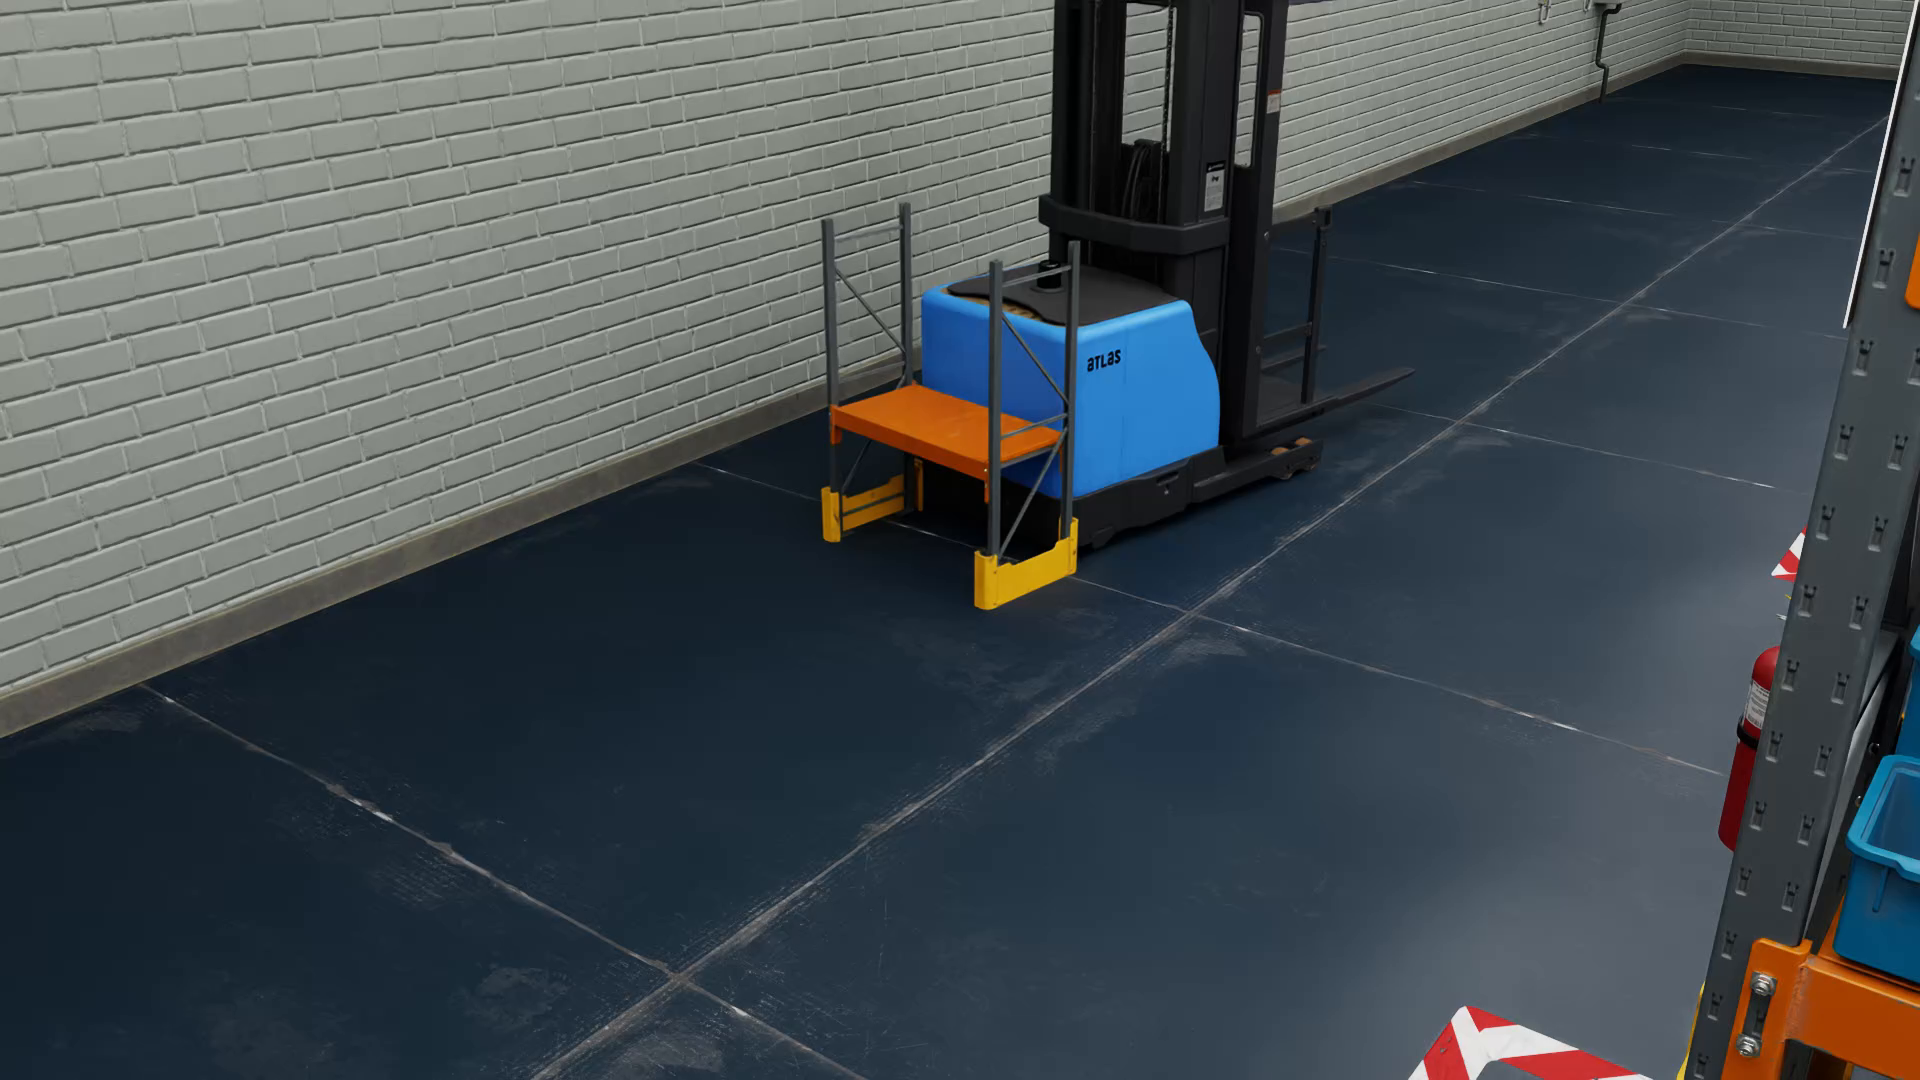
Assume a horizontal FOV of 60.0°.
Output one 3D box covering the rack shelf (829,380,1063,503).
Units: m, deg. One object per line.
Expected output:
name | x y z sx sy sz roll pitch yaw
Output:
rack shelf | -0.052 -0.452 7.361 0.538 0.185 1.000 -22 32 -40

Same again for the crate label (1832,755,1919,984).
crate label | 1.688 0.583 2.841 0.303 0.233 0.416 17 29 33

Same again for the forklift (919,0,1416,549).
forklift | 1.231 -1.784 8.164 3.031 2.935 1.130 -20 31 -38

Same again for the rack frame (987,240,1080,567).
rack frame | 0.304 -0.470 6.957 0.500 1.500 0.032 -22 32 -40

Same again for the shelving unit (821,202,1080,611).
shelving unit | -0.059 -0.619 7.295 0.587 1.500 1.083 -22 32 -40

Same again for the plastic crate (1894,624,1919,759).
plastic crate | 2.067 0.345 3.129 0.499 0.435 0.616 17 29 33

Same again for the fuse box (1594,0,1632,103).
fuse box | 7.452 -5.837 18.875 0.414 1.711 0.539 17 29 33

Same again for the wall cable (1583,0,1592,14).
wall cable | 6.917 -6.709 17.997 0.122 1.984 0.588 17 29 33

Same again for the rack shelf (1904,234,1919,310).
rack shelf | 3.288 -0.192 1.638 4.000 0.370 1.077 17 29 33

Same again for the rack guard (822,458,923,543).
rack guard | -0.408 -0.190 7.871 0.587 0.250 0.087 -22 32 -40

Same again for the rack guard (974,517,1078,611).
rack guard | 0.290 0.096 7.222 0.587 0.250 0.087 -22 32 -40

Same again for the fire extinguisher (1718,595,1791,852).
fire extinguisher | 1.839 0.390 3.702 0.183 0.674 0.296 17 29 33

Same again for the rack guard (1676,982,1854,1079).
rack guard | 1.661 1.510 3.703 0.348 0.500 1.175 17 29 33

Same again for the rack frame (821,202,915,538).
rack frame | -0.409 -0.762 7.620 0.500 1.500 0.032 -22 32 -40

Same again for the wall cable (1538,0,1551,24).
wall cable | 6.075 -6.263 16.946 0.123 1.953 0.585 17 29 33

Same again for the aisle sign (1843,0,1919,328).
aisle sign | 1.452 -0.744 2.493 0.004 0.787 0.394 17 29 33

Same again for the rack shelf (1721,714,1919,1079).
rack shelf | 3.288 1.180 2.243 4.000 0.370 1.077 17 29 33
